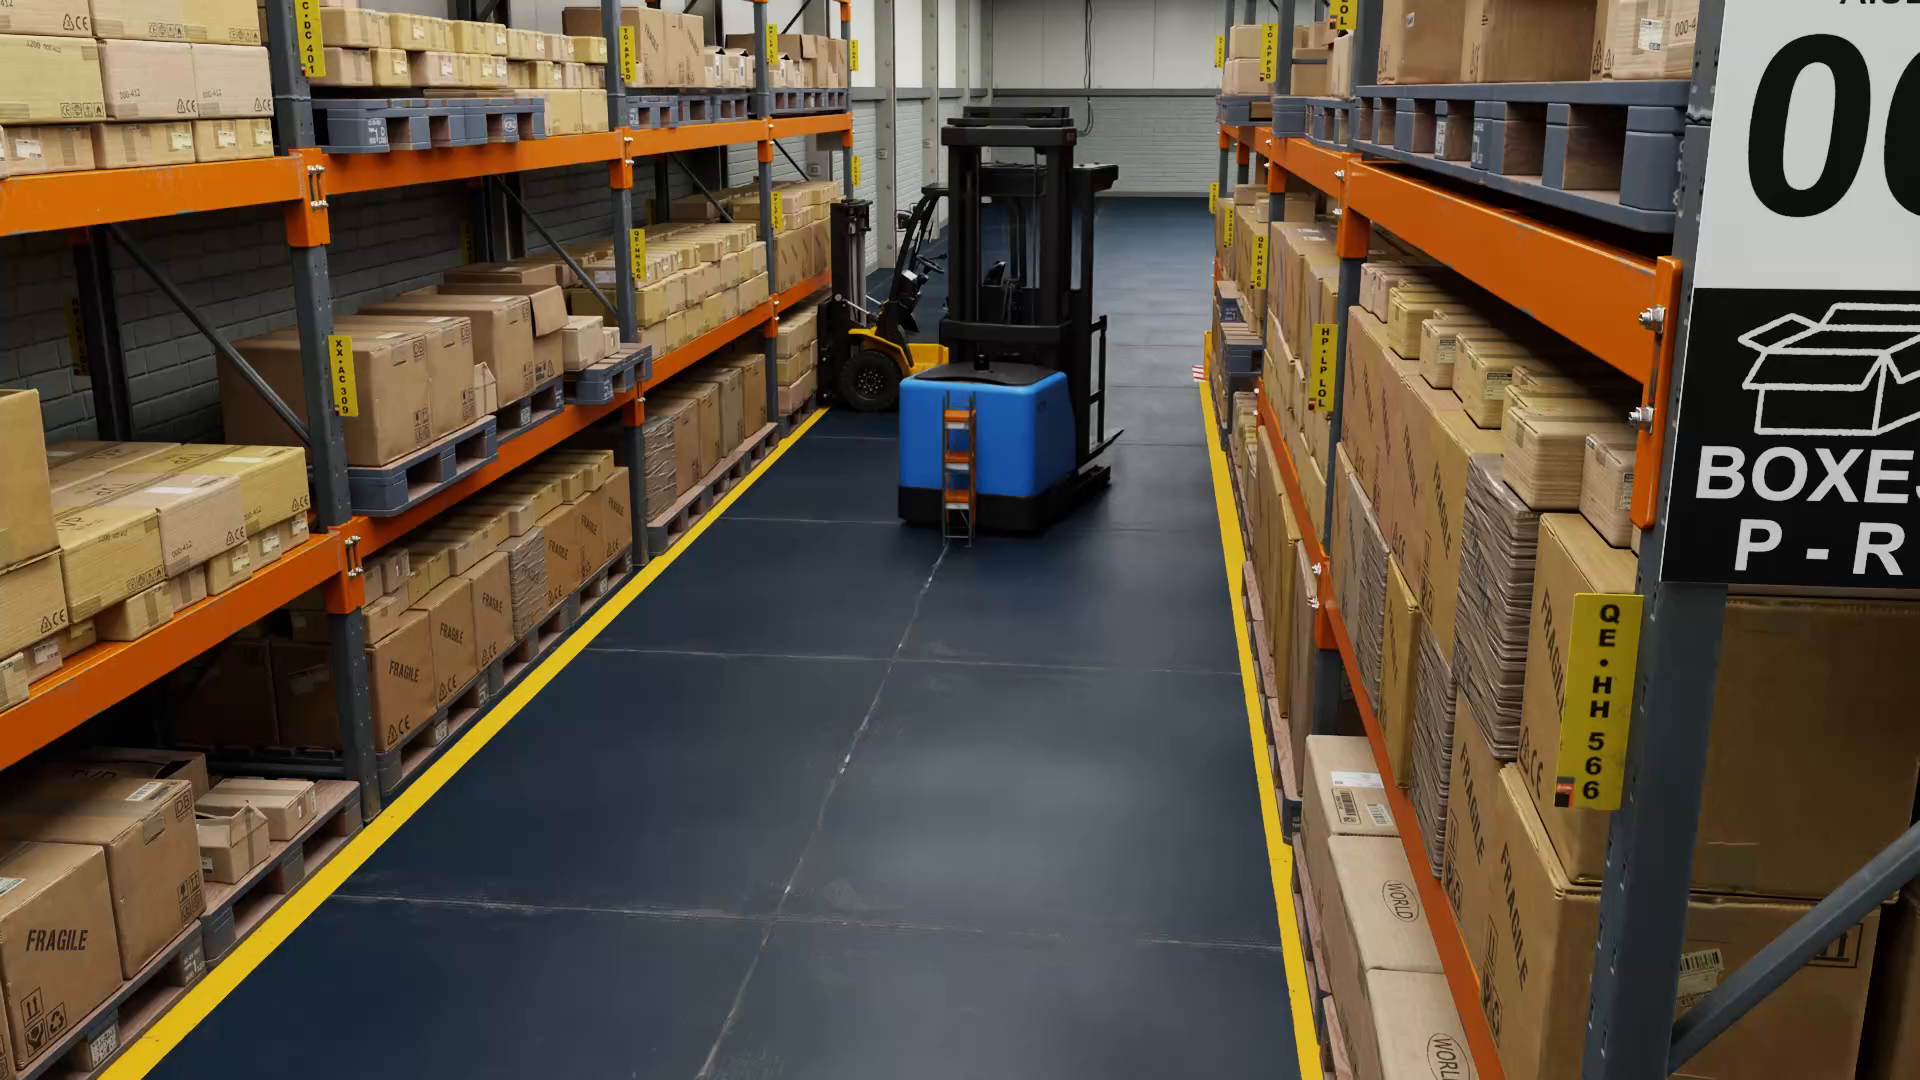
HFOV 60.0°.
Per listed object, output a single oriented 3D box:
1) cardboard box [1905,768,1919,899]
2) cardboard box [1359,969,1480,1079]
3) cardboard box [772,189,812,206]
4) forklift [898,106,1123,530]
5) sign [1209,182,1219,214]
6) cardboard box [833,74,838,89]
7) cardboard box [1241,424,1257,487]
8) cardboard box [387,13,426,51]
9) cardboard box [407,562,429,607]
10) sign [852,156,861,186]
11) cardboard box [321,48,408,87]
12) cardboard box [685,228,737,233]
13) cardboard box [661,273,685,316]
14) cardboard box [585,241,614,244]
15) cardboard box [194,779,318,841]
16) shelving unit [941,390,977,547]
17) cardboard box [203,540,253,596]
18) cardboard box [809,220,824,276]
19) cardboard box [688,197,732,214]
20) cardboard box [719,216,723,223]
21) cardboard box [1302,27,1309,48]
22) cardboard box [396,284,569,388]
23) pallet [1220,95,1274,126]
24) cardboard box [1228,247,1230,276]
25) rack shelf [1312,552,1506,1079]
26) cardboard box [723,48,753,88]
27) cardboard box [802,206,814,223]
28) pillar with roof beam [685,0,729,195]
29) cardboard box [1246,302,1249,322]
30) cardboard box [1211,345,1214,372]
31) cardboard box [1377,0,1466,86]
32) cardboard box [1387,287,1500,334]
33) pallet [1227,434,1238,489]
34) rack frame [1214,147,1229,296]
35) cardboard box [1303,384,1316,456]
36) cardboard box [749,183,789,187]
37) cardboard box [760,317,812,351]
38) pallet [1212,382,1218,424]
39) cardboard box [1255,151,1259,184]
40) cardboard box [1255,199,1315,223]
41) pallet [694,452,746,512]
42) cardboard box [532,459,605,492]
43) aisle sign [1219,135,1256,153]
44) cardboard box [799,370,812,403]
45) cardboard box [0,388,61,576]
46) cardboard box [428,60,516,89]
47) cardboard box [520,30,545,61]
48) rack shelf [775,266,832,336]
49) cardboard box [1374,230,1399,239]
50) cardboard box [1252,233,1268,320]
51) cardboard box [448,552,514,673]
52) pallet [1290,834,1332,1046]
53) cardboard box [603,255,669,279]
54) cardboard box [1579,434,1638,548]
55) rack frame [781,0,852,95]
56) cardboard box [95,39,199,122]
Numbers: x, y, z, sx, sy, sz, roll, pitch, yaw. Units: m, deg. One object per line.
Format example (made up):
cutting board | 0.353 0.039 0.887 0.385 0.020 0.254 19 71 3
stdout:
cardboard box | 1.791 0.280 2.774 0.500 0.500 0.500 1 15 5
cardboard box | 1.523 1.549 4.290 0.875 0.438 0.875 2 15 8
cardboard box | -1.672 -3.376 16.397 0.380 0.149 0.250 2 15 7
forklift | 0.553 -1.822 12.786 1.130 2.935 3.031 6 16 20
sign | 2.720 -3.657 17.781 0.100 0.325 0.005 2 15 6
cardboard box | -1.465 -4.722 17.117 0.380 0.149 0.250 1 15 5
cardboard box | 2.596 -0.617 12.426 0.950 0.372 0.625 2 15 8
cardboard box | -2.528 -2.178 7.137 0.380 0.149 0.250 1 15 5
cardboard box | -2.751 0.209 7.885 0.380 0.149 0.250 1 15 3
sign | -1.136 -4.022 18.117 0.100 0.325 0.005 2 15 6
cardboard box | -2.535 -1.965 6.923 0.380 0.149 0.250 2 15 7
cardboard box | -2.034 -2.468 13.607 0.380 0.149 0.250 2 15 6
cardboard box | -2.226 -1.700 11.532 0.500 0.250 0.500 2 15 8
cardboard box | -2.587 -2.144 12.410 0.380 0.149 0.250 2 15 8
cardboard box | -2.799 1.071 6.613 0.380 0.149 0.250 1 15 5
shelving unit | -0.006 -0.493 11.474 0.215 1.050 0.252 2 15 6
cardboard box | -2.826 0.092 6.057 0.380 0.149 0.250 2 15 8
cardboard box | -1.639 -2.883 16.387 0.500 0.500 0.500 2 15 7
cardboard box | -2.303 -3.060 15.229 0.380 0.149 0.250 2 15 6
cardboard box | -2.350 -2.849 15.018 0.380 0.149 0.250 1 15 5
cardboard box | 2.869 -3.851 12.936 0.500 0.250 0.500 2 15 8
cardboard box | -2.577 -1.117 9.044 0.797 0.503 0.637 1 15 5
pallet | 2.518 -3.117 12.055 1.213 0.211 1.003 2 15 6
cardboard box | 2.662 -2.634 14.894 0.500 0.500 0.500 2 15 8
rack shelf | 1.679 0.755 4.500 1.077 0.370 4.000 2 15 6
cardboard box | -1.965 -3.792 13.367 0.500 0.311 0.500 1 15 4
cardboard box | -1.633 -3.168 16.196 0.380 0.149 0.250 1 15 5
pillar with roof beam | 1.630 -5.983 16.550 9.100 9.000 0.400 2 15 6
cardboard box | 2.138 -1.525 11.232 0.380 0.149 0.250 1 15 4
cardboard box | 2.893 -1.897 17.395 0.500 0.250 0.500 2 15 6
cardboard box | 1.630 -1.712 5.311 0.500 0.500 0.500 2 15 7
cardboard box | 1.522 -0.683 5.093 0.380 0.149 0.250 2 15 6
pallet | 2.721 -0.637 13.615 1.003 0.211 1.213 2 15 6
rack frame | 3.259 -3.223 17.835 1.000 3.000 0.127 2 15 6
cardboard box | 1.762 -0.531 7.209 0.500 0.250 0.500 2 15 8
cardboard box | -2.003 -3.657 17.434 0.380 0.149 0.250 2 15 7
cardboard box | -1.691 -1.937 15.628 0.500 0.250 0.500 2 15 6
pallet | 2.983 -1.332 16.184 1.003 0.211 1.213 2 15 6
cardboard box | 3.418 -3.759 17.139 0.700 0.500 0.500 1 15 5
cardboard box | 2.260 -2.288 11.570 0.380 0.149 0.250 1 15 4
pallet | -2.304 -0.475 13.015 1.003 0.211 1.213 2 15 6
cardboard box | -2.380 -0.395 10.119 0.380 0.149 0.250 1 15 3
aisle sign | 2.958 -4.503 17.589 0.394 0.787 0.004 2 15 6
cardboard box | -1.699 -1.454 15.756 0.500 0.250 0.500 1 15 5
cardboard box | -2.991 -0.150 4.753 0.500 0.500 0.500 2 15 8
cardboard box | -2.548 -2.429 8.677 0.380 0.149 0.250 2 15 8
cardboard box | -2.441 -2.636 8.871 0.380 0.149 0.250 1 15 5
rack shelf | -1.899 -2.502 16.547 1.077 0.370 4.000 2 15 6
cardboard box | 2.508 -1.404 9.000 0.500 0.500 0.500 2 15 7
cardboard box | 2.131 -1.669 10.521 0.500 0.500 0.500 1 15 5
cardboard box | -2.639 0.362 8.563 0.500 0.500 0.500 1 15 5
pallet | 1.741 1.430 5.968 1.003 0.211 1.213 2 15 6
cardboard box | -2.215 -1.865 11.380 0.380 0.149 0.250 2 15 8
cardboard box | 1.300 -0.083 2.872 0.380 0.149 0.250 2 15 7
rack frame | -1.674 -6.264 17.589 1.000 3.000 0.127 2 15 6
cardboard box | -2.882 -1.507 5.461 0.500 0.250 0.500 1 15 4
